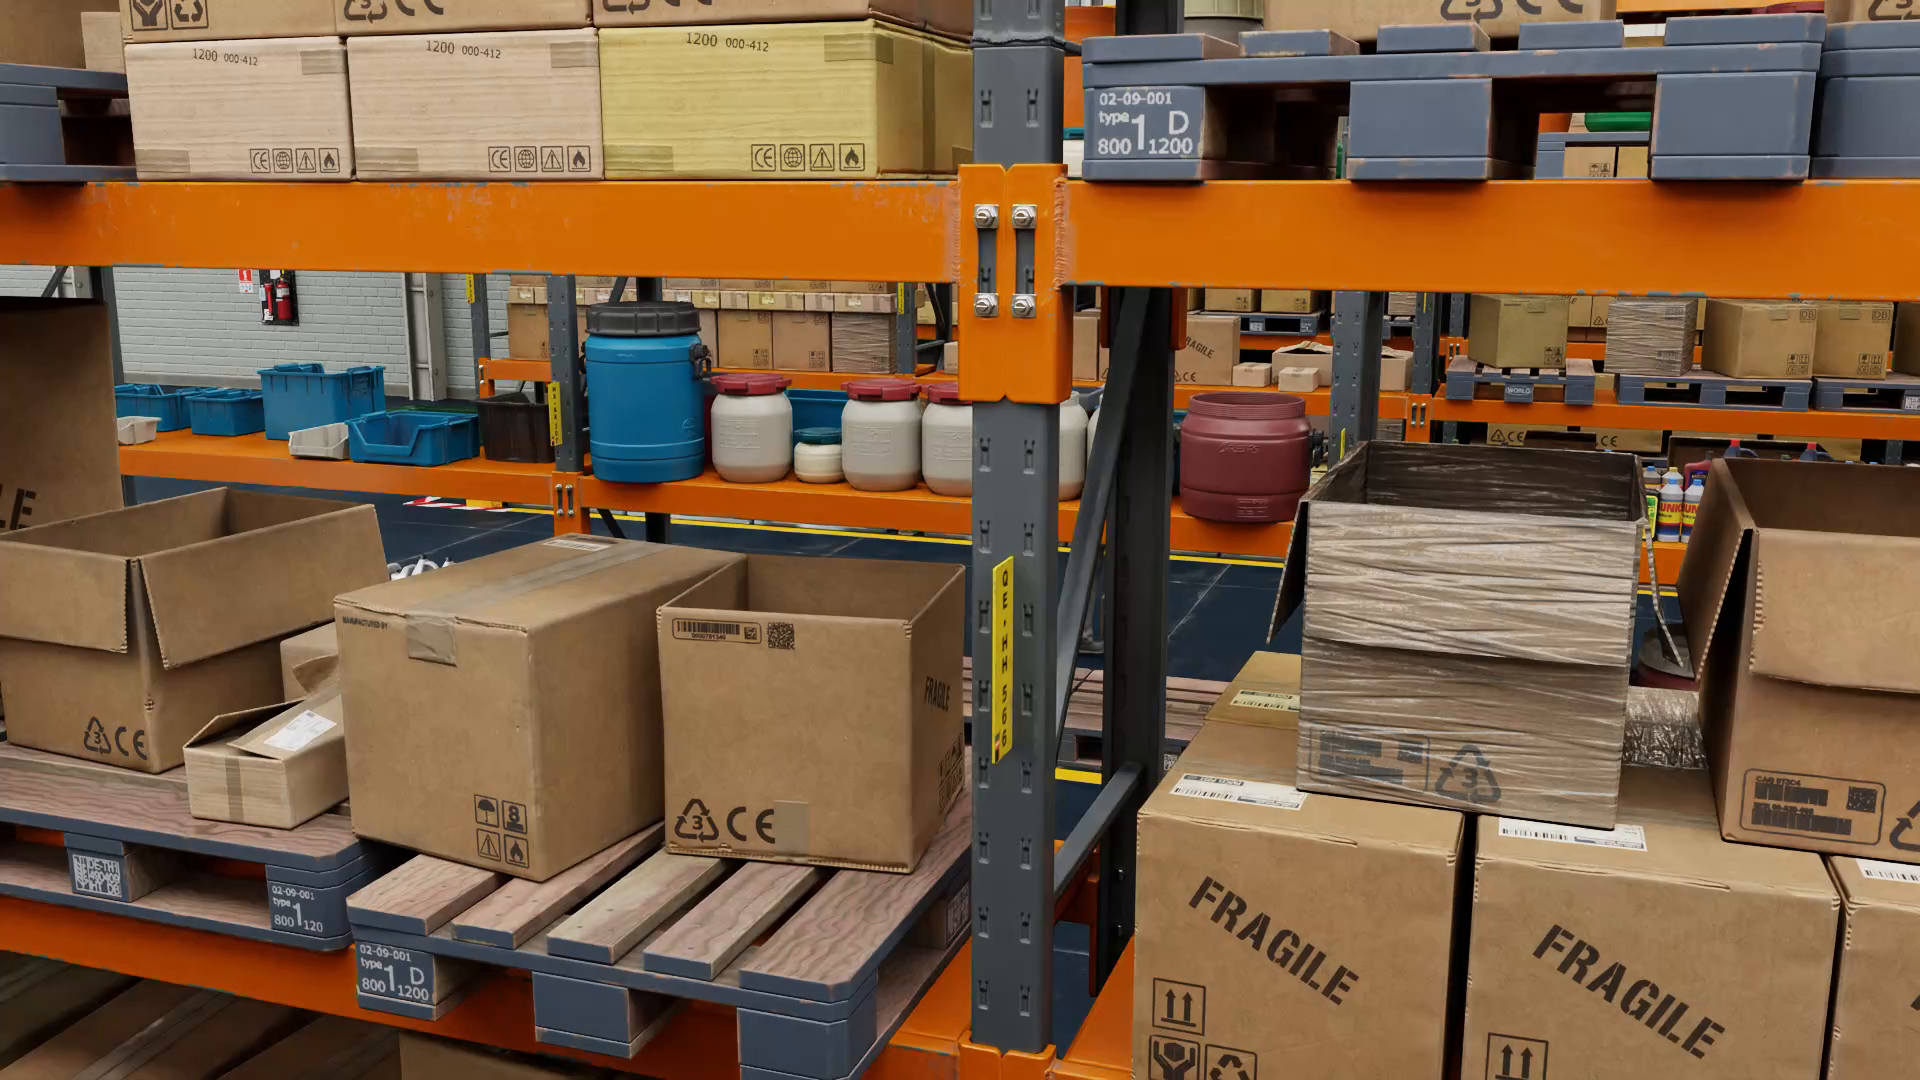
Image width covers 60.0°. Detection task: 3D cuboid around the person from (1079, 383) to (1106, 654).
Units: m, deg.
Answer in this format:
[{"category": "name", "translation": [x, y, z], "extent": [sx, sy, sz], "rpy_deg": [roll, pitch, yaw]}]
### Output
[{"category": "person", "translation": [0.929, -0.135, 10.113], "extent": [0.481, 1.672, 0.513], "rpy_deg": [4, 13, 18]}]
